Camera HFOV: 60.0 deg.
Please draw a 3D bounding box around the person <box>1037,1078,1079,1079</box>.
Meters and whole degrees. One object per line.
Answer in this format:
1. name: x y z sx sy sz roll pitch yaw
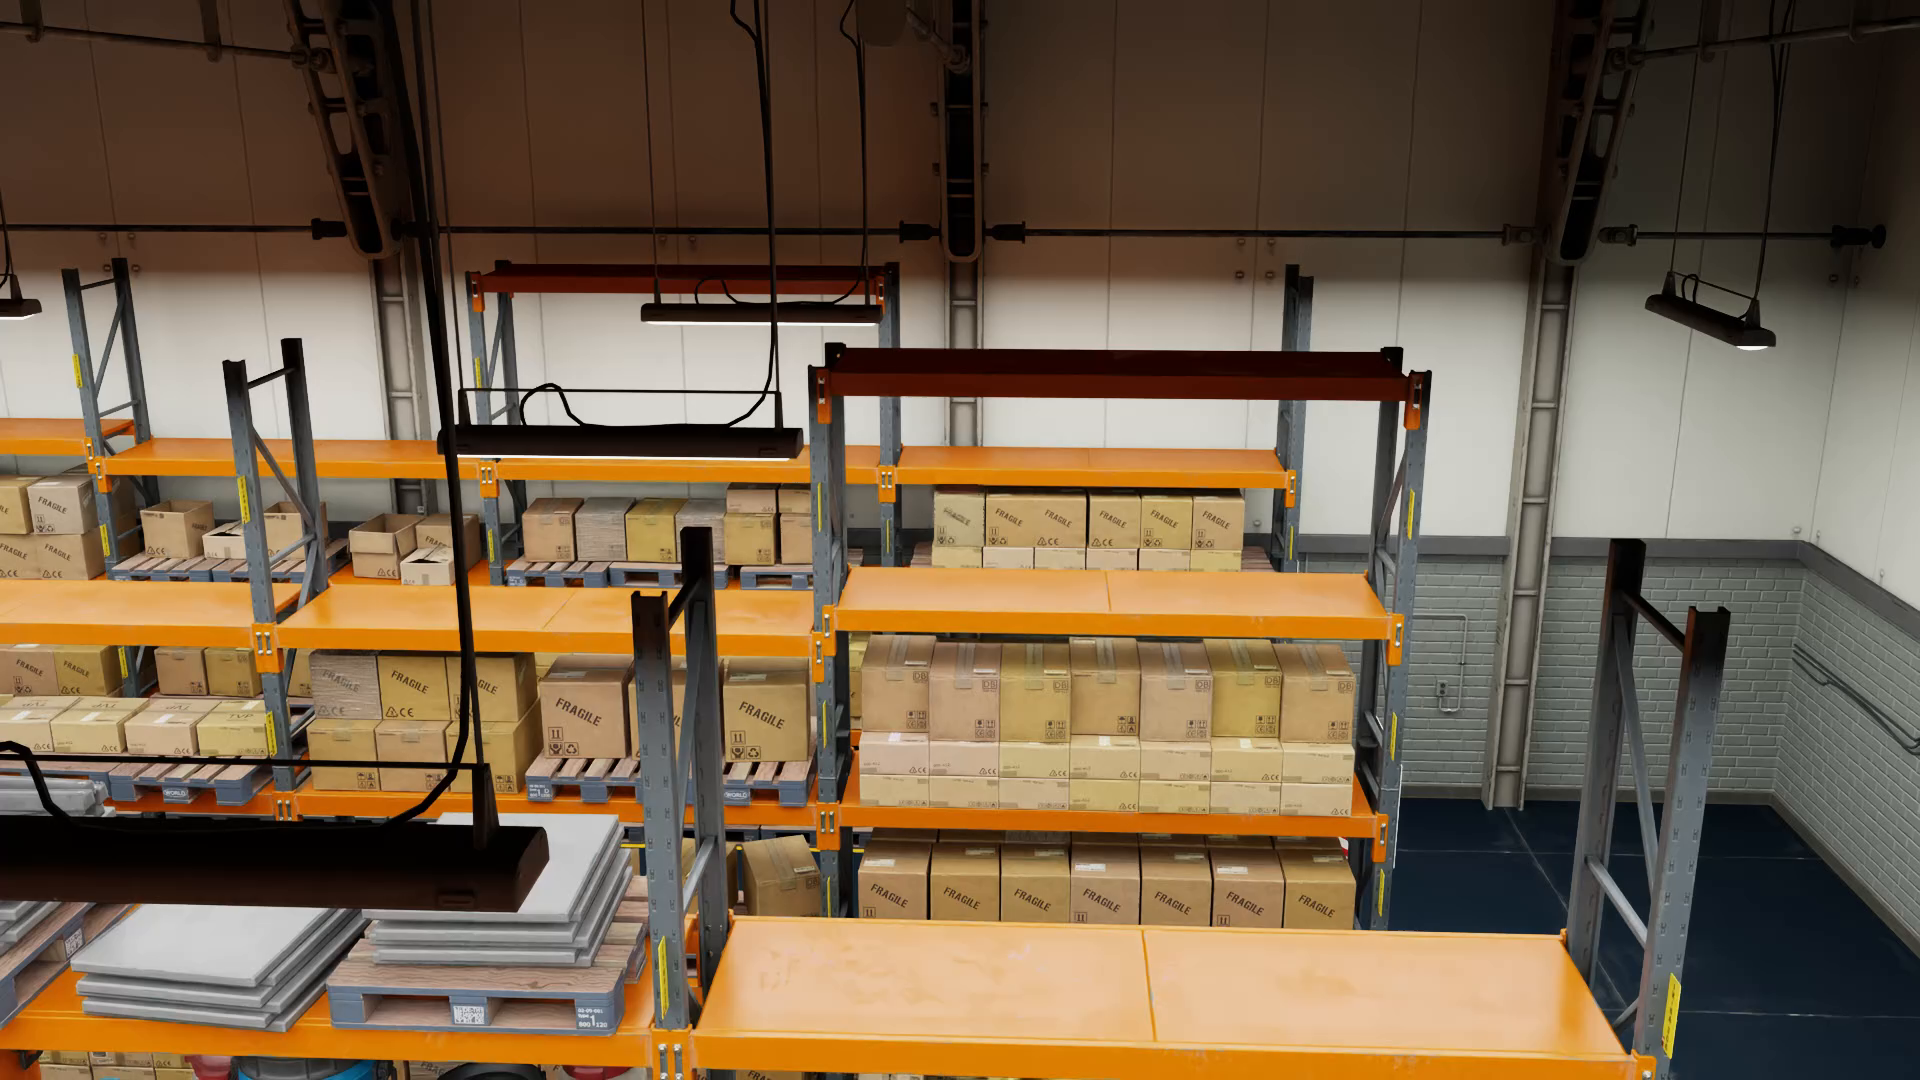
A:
1. person: 0.628 4.029 11.535 1.068 1.726 0.656 2 16 5
